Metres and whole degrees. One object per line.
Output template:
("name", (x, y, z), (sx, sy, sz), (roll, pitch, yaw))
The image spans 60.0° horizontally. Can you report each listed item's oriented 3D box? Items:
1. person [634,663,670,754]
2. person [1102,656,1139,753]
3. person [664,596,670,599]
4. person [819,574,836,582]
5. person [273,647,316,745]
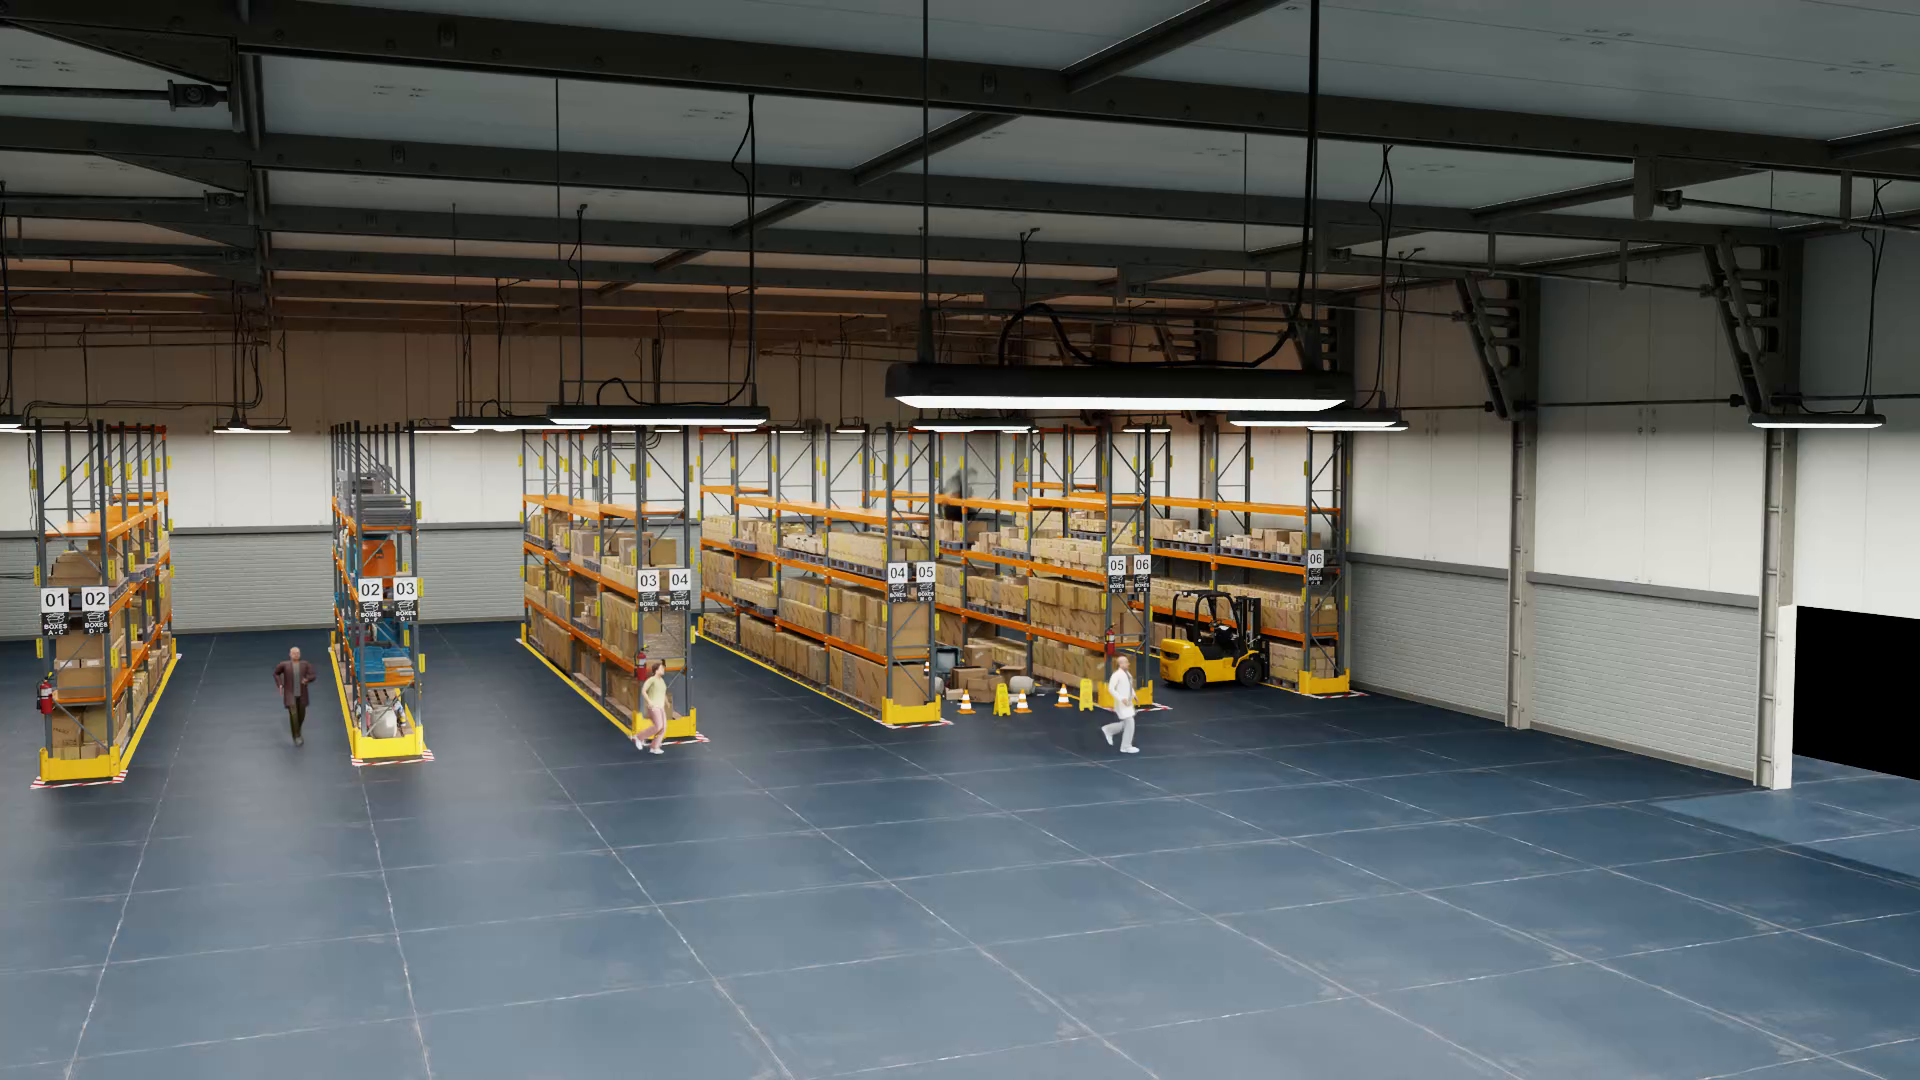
("person", (-5.540, 3.028, 30.175), (0.578, 1.616, 0.630), (1, 4, 19))
("person", (2.907, 2.968, 30.116), (0.759, 1.734, 0.752), (2, 4, 29))
("person", (-7.923, 1.988, 45.580), (0.713, 1.776, 0.990), (-1, 4, -20))
("person", (-4.135, 1.643, 50.915), (0.929, 1.811, 0.669), (-1, 4, -20))
("person", (-12.352, 2.898, 30.941), (0.715, 1.719, 0.962), (-2, 4, -35))
